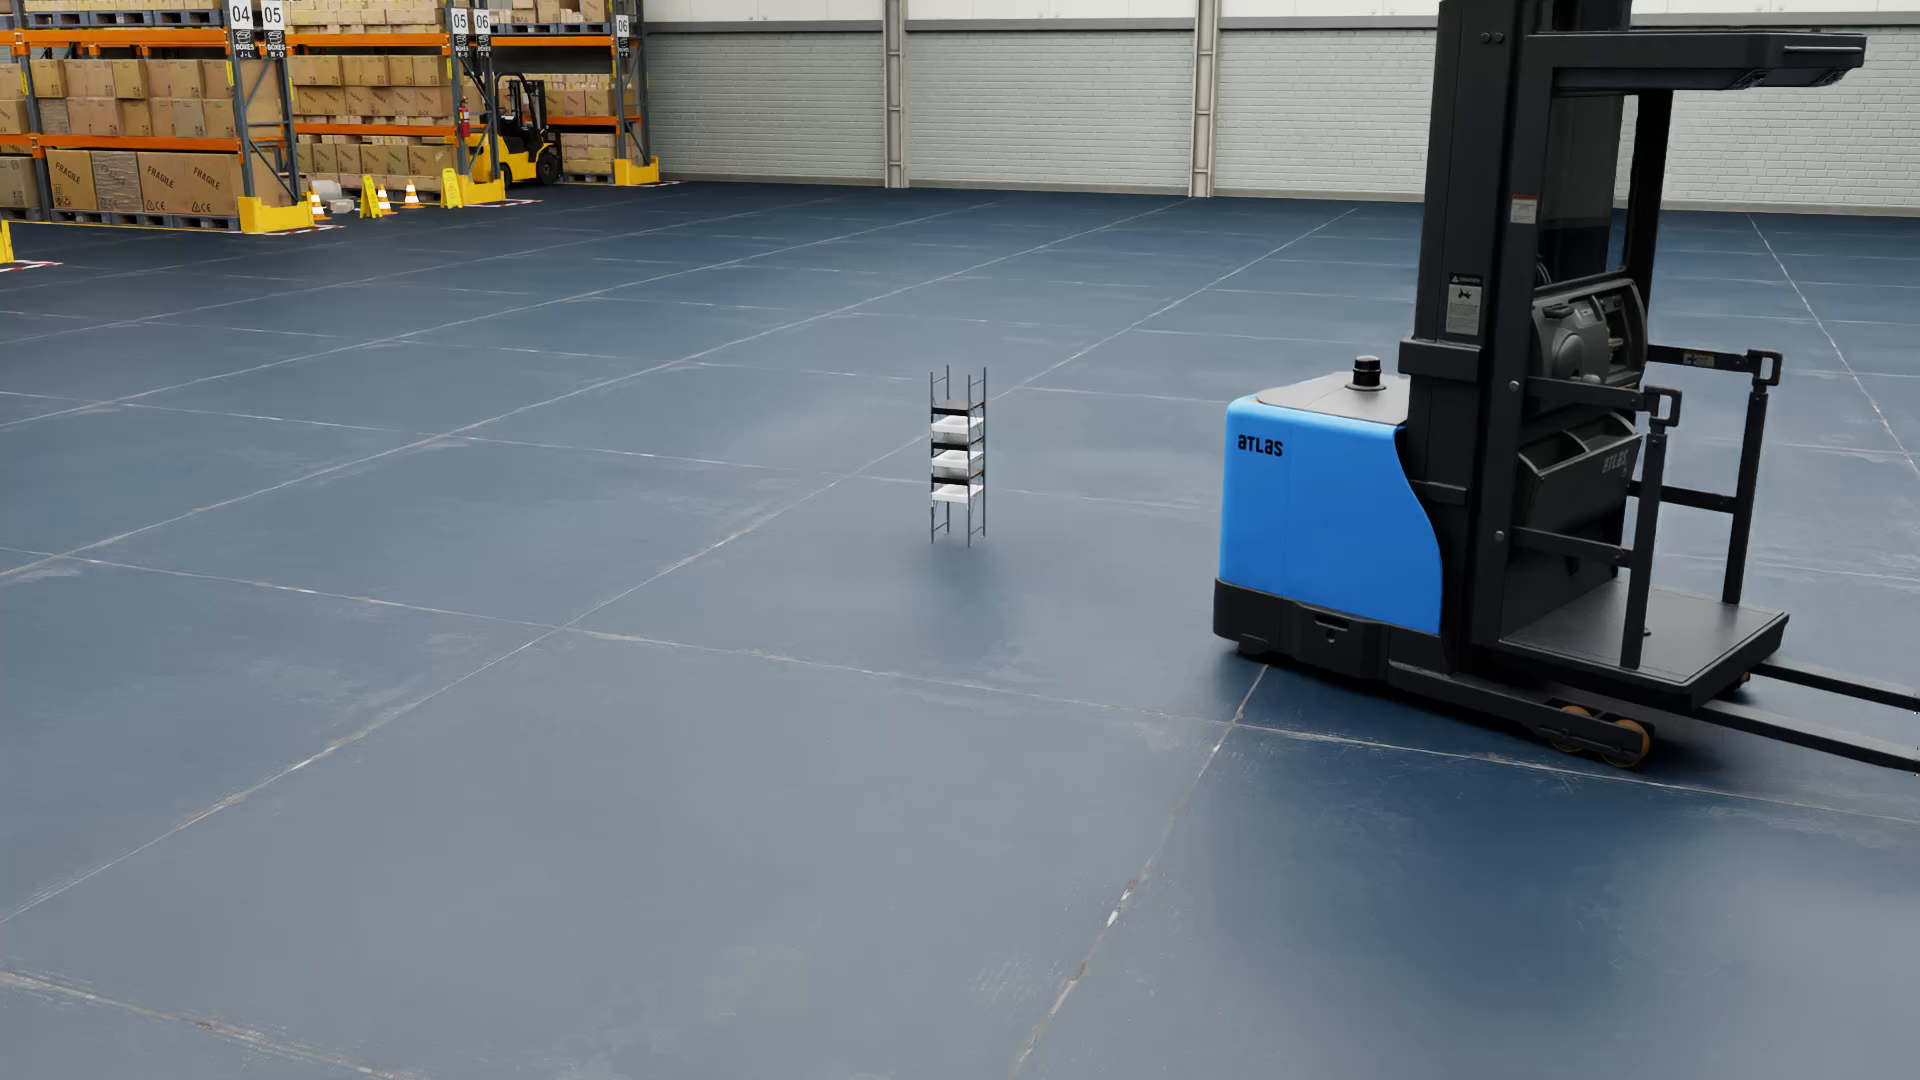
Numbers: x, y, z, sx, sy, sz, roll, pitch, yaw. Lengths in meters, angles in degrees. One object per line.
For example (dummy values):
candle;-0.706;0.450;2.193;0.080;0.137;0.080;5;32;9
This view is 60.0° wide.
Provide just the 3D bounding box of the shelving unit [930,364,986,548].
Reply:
shelving unit;-0.008;-0.433;8.551;0.210;0.900;0.258;6;17;21

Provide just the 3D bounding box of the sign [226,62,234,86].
sign;-10.232;-6.538;23.312;0.005;0.325;0.100;6;17;21

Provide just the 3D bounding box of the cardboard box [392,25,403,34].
cardboard box;-9.421;-8.682;28.268;0.250;0.149;0.380;6;17;21

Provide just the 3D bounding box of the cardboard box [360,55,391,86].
cardboard box;-9.833;-8.048;28.508;0.500;0.500;0.700;6;17;20

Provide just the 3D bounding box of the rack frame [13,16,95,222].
rack frame;-13.741;-6.417;25.396;0.127;3.000;1.000;6;17;21

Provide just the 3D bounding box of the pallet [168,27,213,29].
pallet;-13.519;-9.257;30.137;1.003;0.211;1.213;6;17;21

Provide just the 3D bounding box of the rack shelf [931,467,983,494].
rack shelf;-0.008;-0.315;8.585;0.200;0.077;0.258;6;17;21

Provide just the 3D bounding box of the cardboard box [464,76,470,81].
cardboard box;-10.013;-9.391;33.767;0.250;0.149;0.380;7;17;22

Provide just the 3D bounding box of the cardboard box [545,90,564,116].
cardboard box;-7.990;-8.727;33.177;0.500;0.500;0.500;6;17;20

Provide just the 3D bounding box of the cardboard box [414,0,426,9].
cardboard box;-8.946;-8.999;27.931;0.250;0.149;0.380;7;17;22

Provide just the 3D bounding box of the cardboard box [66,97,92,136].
cardboard box;-12.873;-6.404;25.082;0.550;0.550;0.875;6;17;21

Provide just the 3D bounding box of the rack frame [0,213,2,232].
rack frame;-11.933;-4.731;19.591;0.127;3.000;1.000;6;17;21

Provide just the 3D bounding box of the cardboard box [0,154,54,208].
cardboard box;-14.351;-5.578;25.790;0.750;0.750;1.050;6;17;20

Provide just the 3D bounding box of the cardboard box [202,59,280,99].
cardboard box;-10.350;-6.646;23.981;0.550;0.550;0.875;6;17;21

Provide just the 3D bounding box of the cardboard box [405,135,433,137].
cardboard box;-11.409;-8.192;35.016;0.625;0.625;0.875;6;17;20

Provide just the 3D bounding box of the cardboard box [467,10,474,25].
cardboard box;-8.667;-8.934;28.421;0.500;0.250;0.500;6;17;20

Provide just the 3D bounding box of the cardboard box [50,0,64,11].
cardboard box;-13.053;-7.809;24.330;0.250;0.149;0.380;6;17;21

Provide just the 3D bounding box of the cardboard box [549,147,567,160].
cardboard box;-7.998;-7.781;33.377;0.500;0.250;0.500;6;17;19

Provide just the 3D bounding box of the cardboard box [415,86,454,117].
cardboard box;-8.903;-7.477;28.334;0.500;0.500;0.500;6;17;20

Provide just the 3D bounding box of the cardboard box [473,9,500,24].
cardboard box;-9.516;-10.498;33.301;0.500;0.311;0.500;7;17;22

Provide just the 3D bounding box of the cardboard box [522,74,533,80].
cardboard box;-8.547;-9.259;33.311;0.250;0.149;0.380;6;17;21

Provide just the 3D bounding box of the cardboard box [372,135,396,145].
cardboard box;-9.982;-6.943;28.879;0.250;0.149;0.380;7;18;23

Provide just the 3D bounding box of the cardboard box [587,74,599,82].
cardboard box;-7.131;-9.091;32.732;0.250;0.149;0.380;6;17;21

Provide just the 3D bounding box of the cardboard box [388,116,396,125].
cardboard box;-9.668;-7.274;28.799;0.250;0.149;0.380;7;17;21

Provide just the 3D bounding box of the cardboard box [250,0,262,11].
cardboard box;-10.221;-7.695;23.938;0.250;0.149;0.380;6;17;21

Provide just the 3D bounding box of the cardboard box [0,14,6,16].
cardboard box;-17.889;-9.829;31.258;0.258;0.266;0.396;8;18;25

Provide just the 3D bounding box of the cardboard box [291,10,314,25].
cardboard box;-11.226;-9.056;28.842;0.500;0.250;0.500;6;17;20

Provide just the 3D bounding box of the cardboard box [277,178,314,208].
cardboard box;-10.860;-5.626;27.150;0.637;0.503;0.797;-5;17;-18

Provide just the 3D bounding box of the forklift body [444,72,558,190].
forklift body;-8.913;-7.903;32.037;1.214;2.155;2.313;6;17;21

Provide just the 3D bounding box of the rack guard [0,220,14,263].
rack guard;-12.004;-3.539;19.967;0.348;0.500;1.175;6;17;21

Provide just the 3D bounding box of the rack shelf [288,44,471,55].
rack shelf;-12.061;-10.298;34.677;4.000;0.370;1.077;6;17;21

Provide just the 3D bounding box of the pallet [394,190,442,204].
pallet;-9.111;-6.063;29.178;1.213;0.211;1.003;6;17;21

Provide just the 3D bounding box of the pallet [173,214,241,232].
pallet;-10.792;-4.730;24.587;1.213;0.211;1.003;6;17;21

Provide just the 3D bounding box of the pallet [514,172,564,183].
pallet;-8.337;-7.443;33.932;1.213;0.211;1.003;6;17;21

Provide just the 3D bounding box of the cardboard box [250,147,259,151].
cardboard box;-15.343;-8.503;36.314;0.500;0.500;0.500;7;18;23

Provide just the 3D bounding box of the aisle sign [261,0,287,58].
aisle sign;-9.843;-7.326;23.867;0.004;0.787;0.394;6;17;21

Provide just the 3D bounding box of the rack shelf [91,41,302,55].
rack shelf;-13.879;-9.010;30.241;4.000;0.370;1.077;6;17;21

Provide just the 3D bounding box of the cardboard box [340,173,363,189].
cardboard box;-10.573;-6.356;29.367;0.500;0.250;0.500;6;17;20

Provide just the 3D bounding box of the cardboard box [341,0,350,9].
cardboard box;-10.369;-9.159;28.483;0.250;0.149;0.380;7;17;22

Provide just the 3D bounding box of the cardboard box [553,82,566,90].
cardboard box;-7.865;-9.016;33.007;0.250;0.149;0.380;6;17;19

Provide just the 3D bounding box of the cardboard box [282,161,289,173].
cardboard box;-12.507;-6.704;30.344;0.625;0.372;0.950;7;17;21

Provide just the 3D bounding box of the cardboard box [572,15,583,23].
cardboard box;-7.362;-10.165;32.445;0.250;0.149;0.380;6;17;19

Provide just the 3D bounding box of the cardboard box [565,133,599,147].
cardboard box;-7.499;-7.968;33.124;0.500;0.250;0.500;7;17;22

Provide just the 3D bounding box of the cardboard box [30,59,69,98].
cardboard box;-13.410;-6.961;25.064;0.550;0.550;0.875;6;17;21

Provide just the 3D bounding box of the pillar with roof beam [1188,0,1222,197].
pillar with roof beam;2.787;-9.431;25.020;0.400;9.000;9.100;6;17;21

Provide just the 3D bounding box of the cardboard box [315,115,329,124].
cardboard box;-11.113;-7.409;29.264;0.250;0.149;0.380;7;18;22

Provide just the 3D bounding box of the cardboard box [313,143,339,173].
cardboard box;-11.066;-6.770;29.447;0.500;0.500;0.500;7;18;23

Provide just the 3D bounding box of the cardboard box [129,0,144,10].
cardboard box;-11.635;-7.653;23.794;0.250;0.149;0.380;6;17;21

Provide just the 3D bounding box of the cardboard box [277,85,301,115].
cardboard box;-11.711;-7.784;29.395;0.500;0.500;0.500;6;17;20

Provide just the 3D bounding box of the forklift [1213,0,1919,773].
forklift;2.495;-0.765;6.051;3.031;2.935;1.130;15;22;41

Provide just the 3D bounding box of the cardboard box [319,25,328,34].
cardboard box;-10.861;-8.831;28.783;0.250;0.149;0.380;6;17;19
